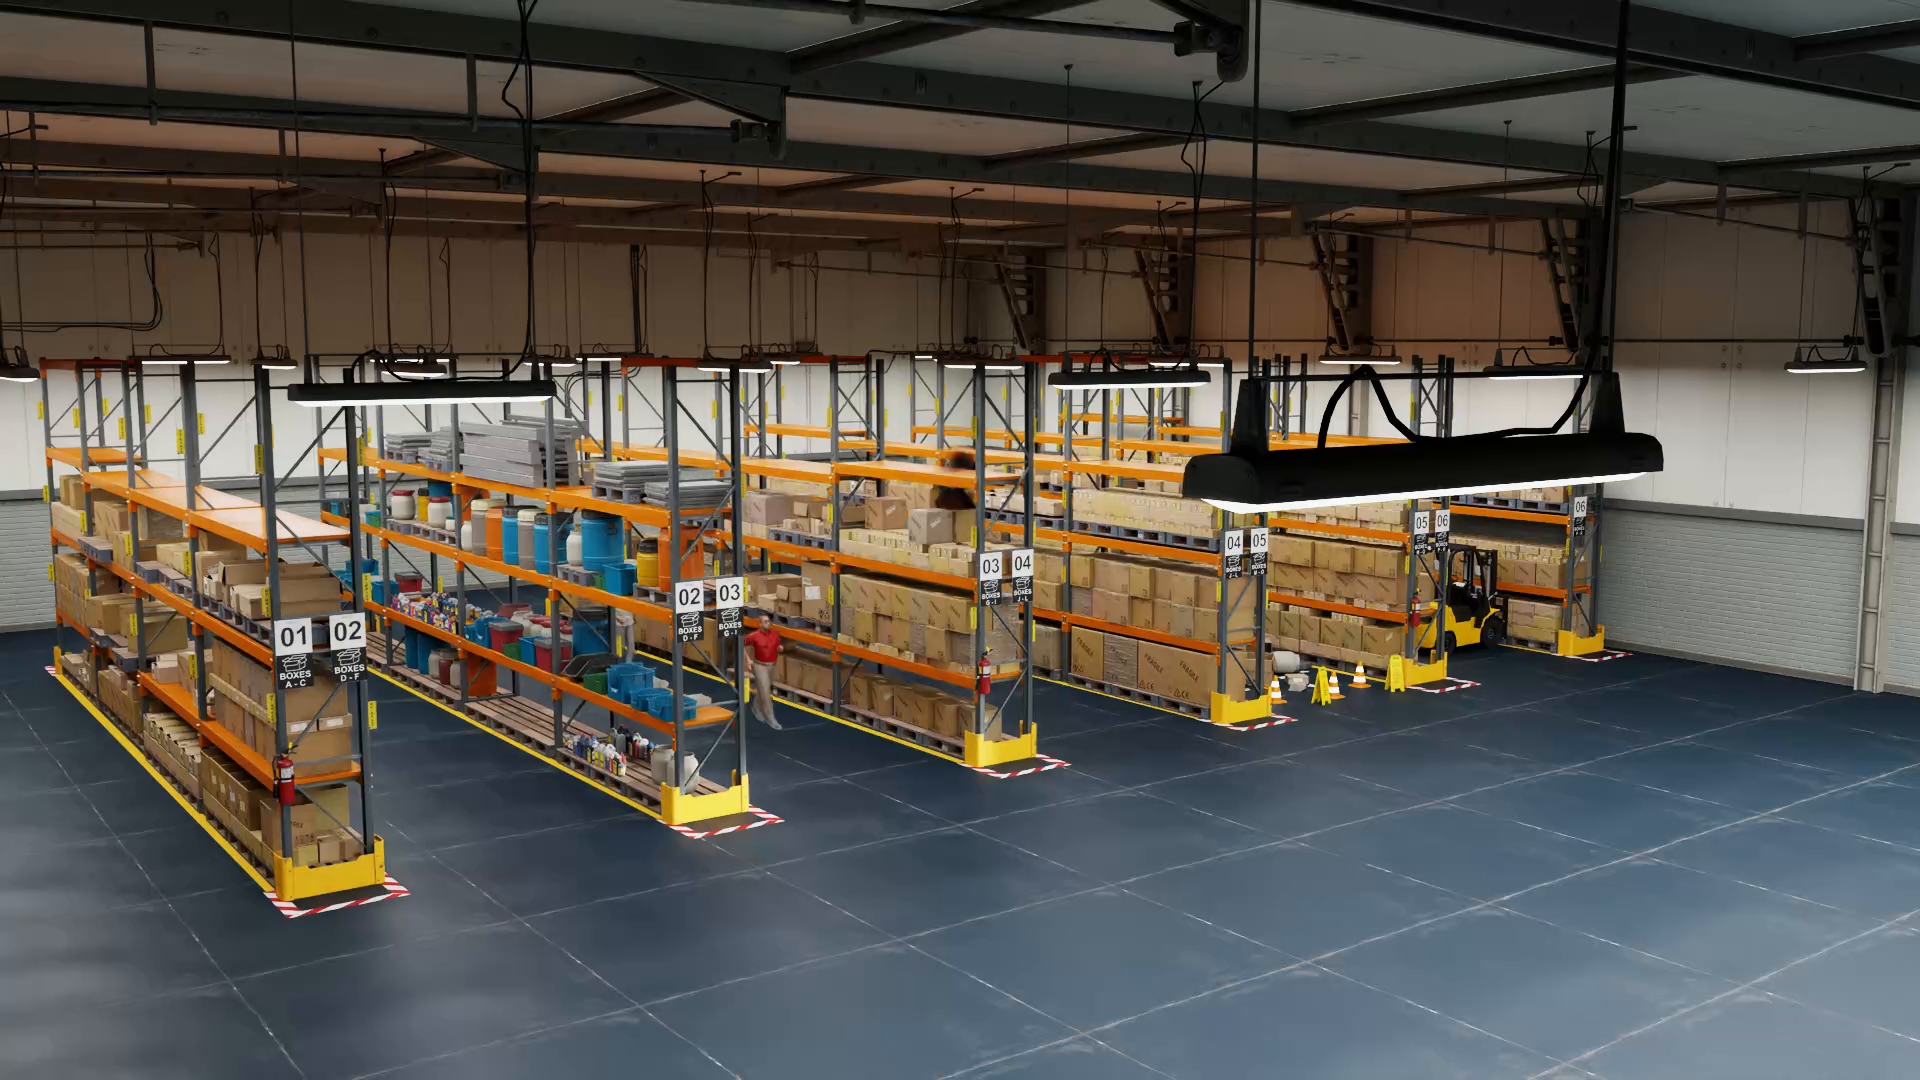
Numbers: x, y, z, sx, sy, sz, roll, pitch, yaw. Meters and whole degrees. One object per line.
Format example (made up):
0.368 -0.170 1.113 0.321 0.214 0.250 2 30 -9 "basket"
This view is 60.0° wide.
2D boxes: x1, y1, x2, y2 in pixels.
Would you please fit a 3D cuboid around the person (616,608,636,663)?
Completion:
-6.519 1.659 32.211 0.578 1.680 0.781 -6 9 -40 "person"

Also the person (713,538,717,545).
-5.623 0.802 38.818 0.713 1.746 0.649 -4 8 -32 "person"

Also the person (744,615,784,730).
-3.060 2.056 26.273 0.896 1.751 0.656 7 9 44 "person"
